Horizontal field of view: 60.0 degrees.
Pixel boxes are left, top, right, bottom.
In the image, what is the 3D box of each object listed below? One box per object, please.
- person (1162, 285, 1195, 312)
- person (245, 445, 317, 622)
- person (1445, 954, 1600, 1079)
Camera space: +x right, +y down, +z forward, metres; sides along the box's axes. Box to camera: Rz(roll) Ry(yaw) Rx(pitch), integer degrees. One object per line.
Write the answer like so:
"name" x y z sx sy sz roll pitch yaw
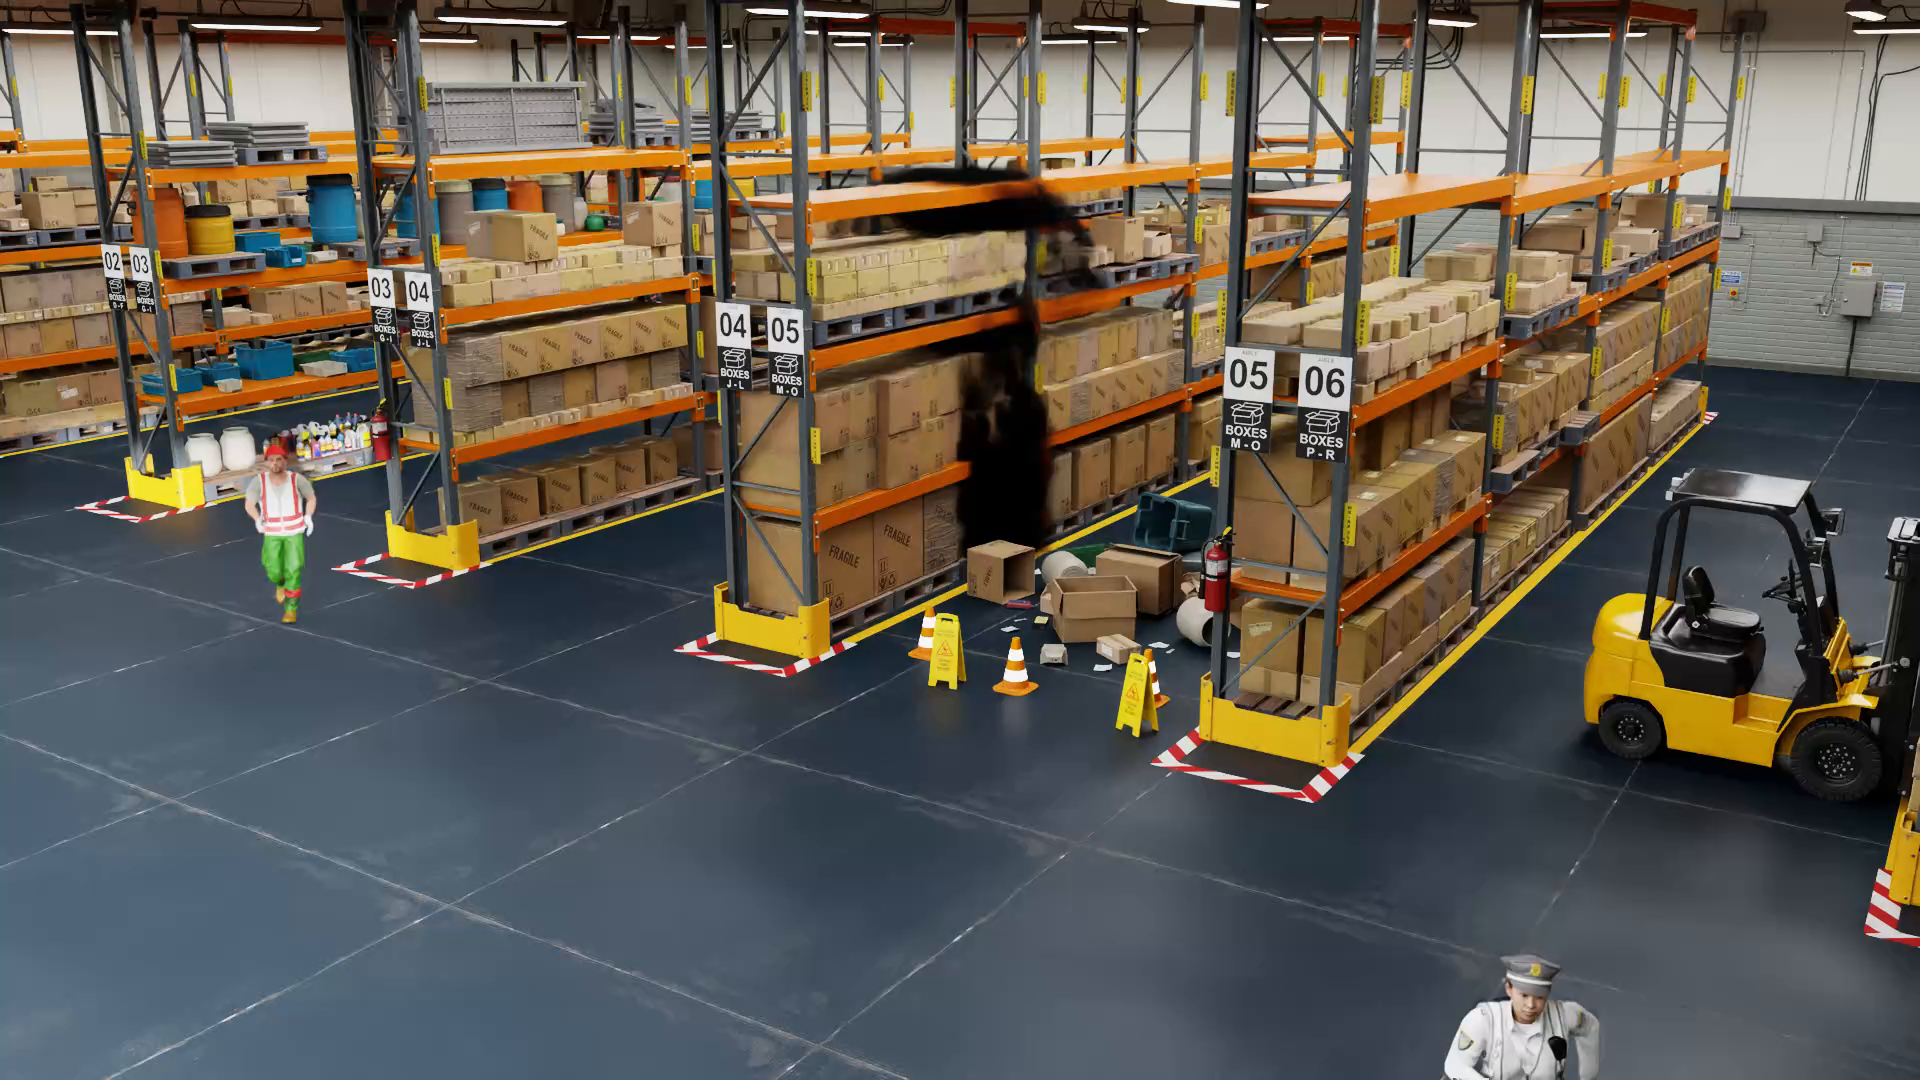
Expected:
"person" 3.911 -3.780 29.807 0.678 1.648 0.645 2 16 7
"person" -6.613 -0.082 16.264 0.648 1.744 0.656 -6 16 -19
"person" 2.394 2.492 7.154 0.638 1.729 0.817 4 16 14
